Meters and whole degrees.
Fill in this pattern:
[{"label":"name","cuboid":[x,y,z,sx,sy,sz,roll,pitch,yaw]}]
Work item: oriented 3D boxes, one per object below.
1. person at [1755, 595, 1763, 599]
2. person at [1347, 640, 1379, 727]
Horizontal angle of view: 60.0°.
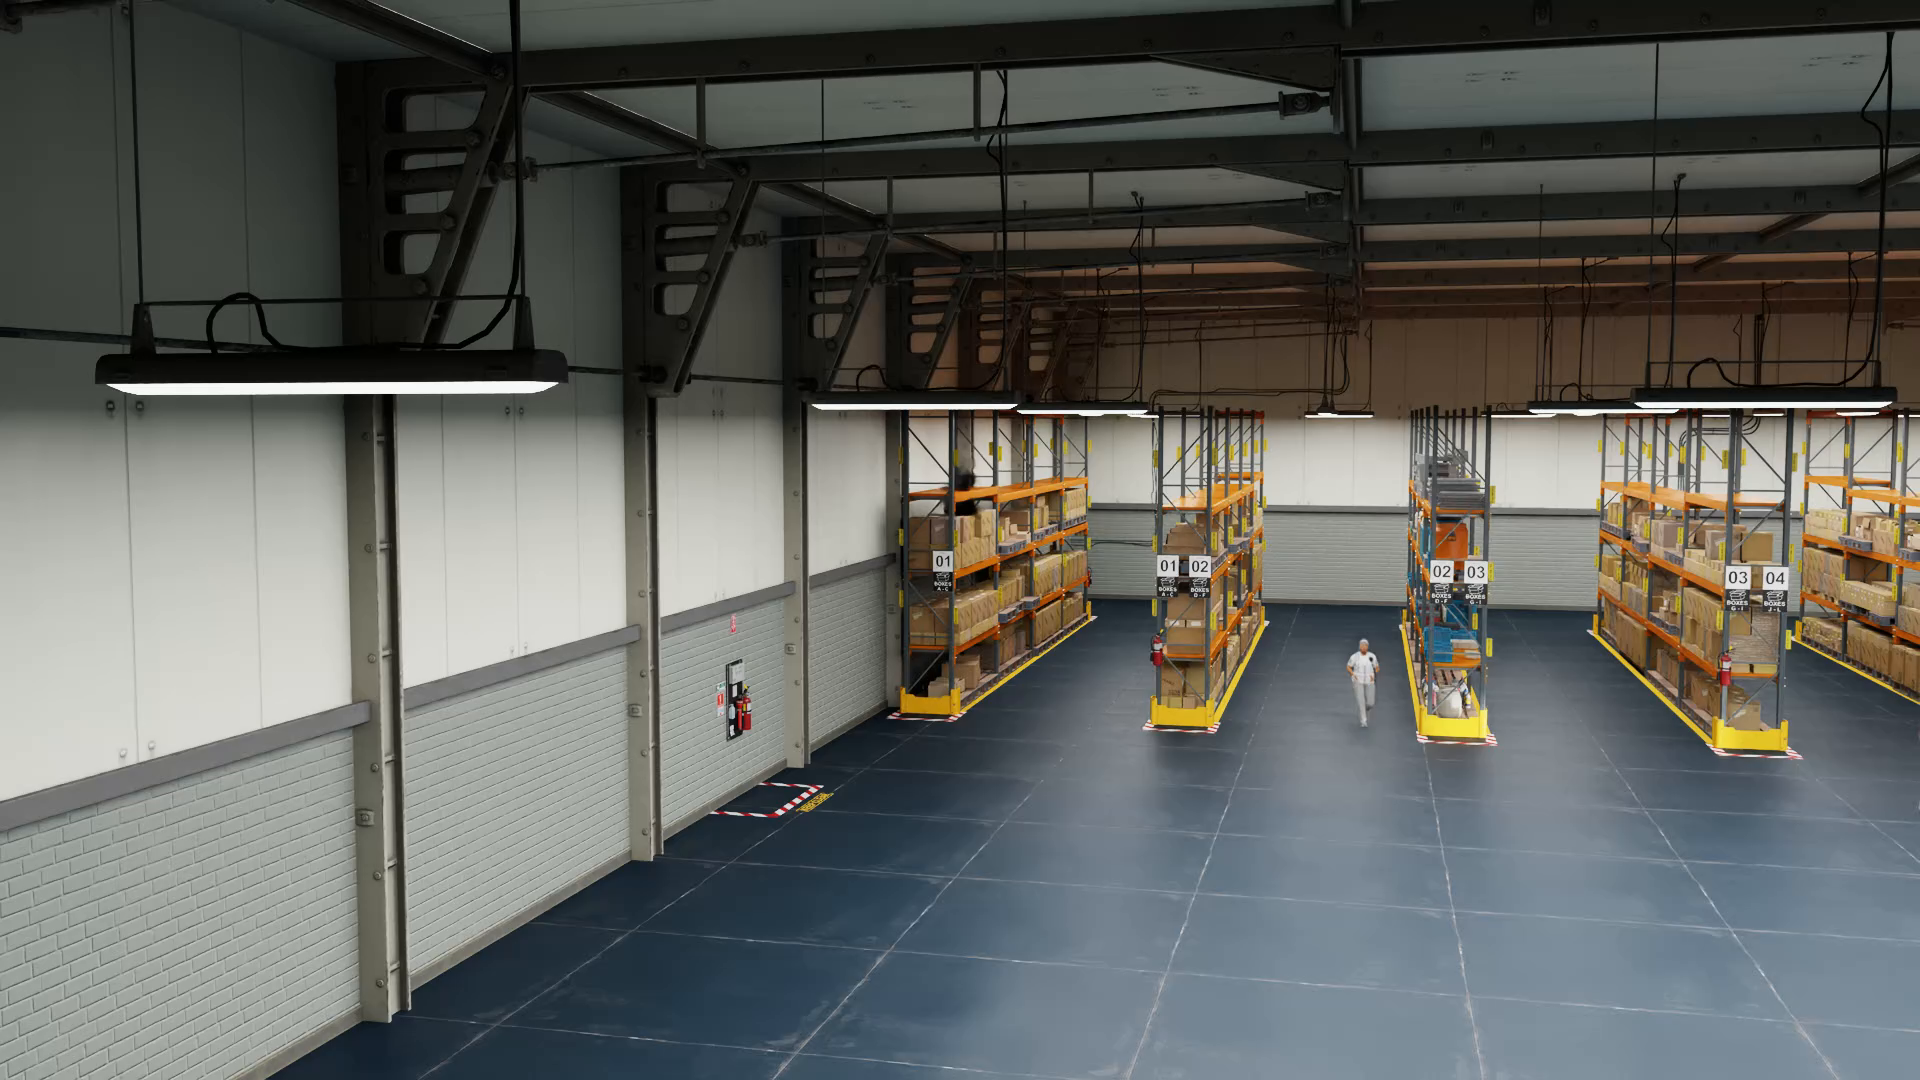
[{"label":"person","cuboid":[20.445,1.798,42.729,0.730,1.779,0.707,1,4,18]},{"label":"person","cuboid":[7.569,2.671,31.215,0.599,1.615,0.604,0,4,5]}]
